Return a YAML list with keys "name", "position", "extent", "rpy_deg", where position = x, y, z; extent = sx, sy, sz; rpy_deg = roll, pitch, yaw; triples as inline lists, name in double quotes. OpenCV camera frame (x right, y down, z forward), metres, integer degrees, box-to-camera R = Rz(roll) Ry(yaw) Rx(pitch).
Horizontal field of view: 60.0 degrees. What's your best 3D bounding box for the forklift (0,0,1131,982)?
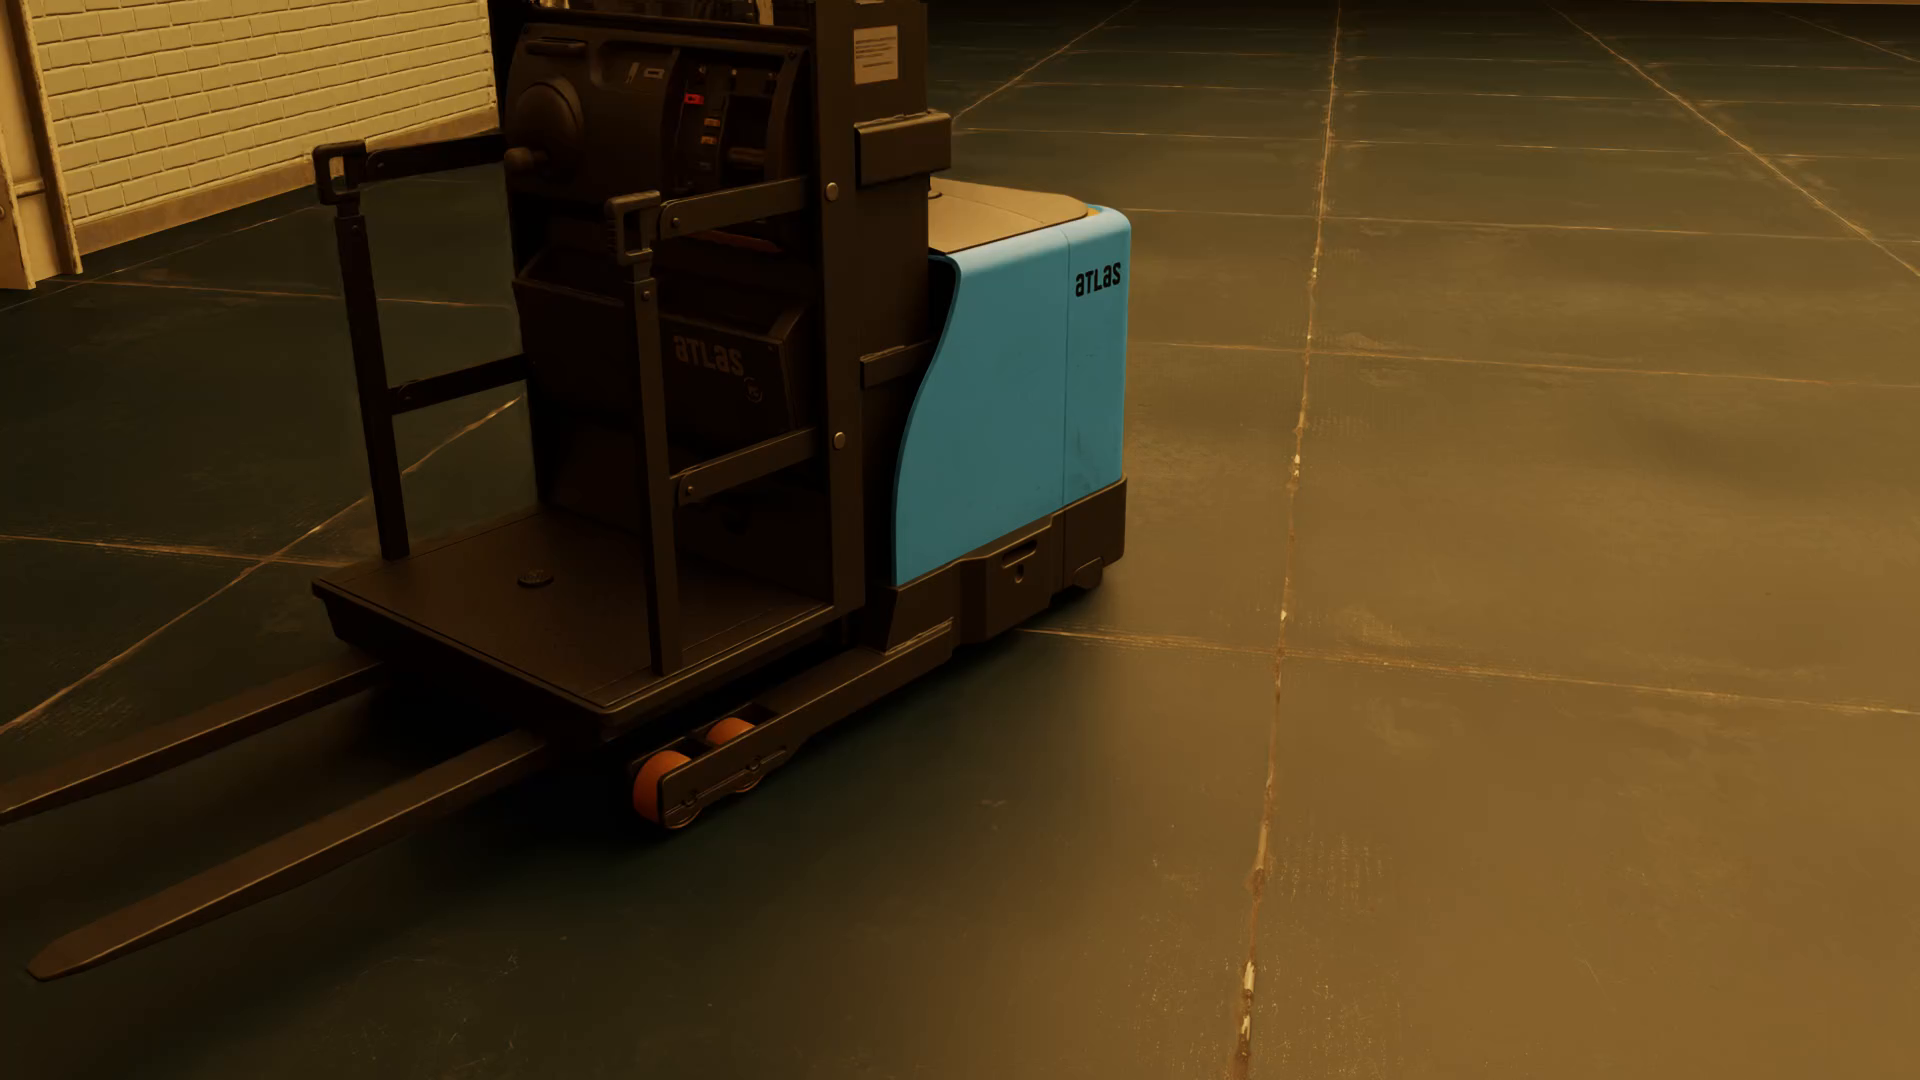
- name: "forklift"
  position: [-0.837, -0.942, 3.578]
  extent: [1.130, 2.935, 3.031]
  rpy_deg: [17, 28, 36]
